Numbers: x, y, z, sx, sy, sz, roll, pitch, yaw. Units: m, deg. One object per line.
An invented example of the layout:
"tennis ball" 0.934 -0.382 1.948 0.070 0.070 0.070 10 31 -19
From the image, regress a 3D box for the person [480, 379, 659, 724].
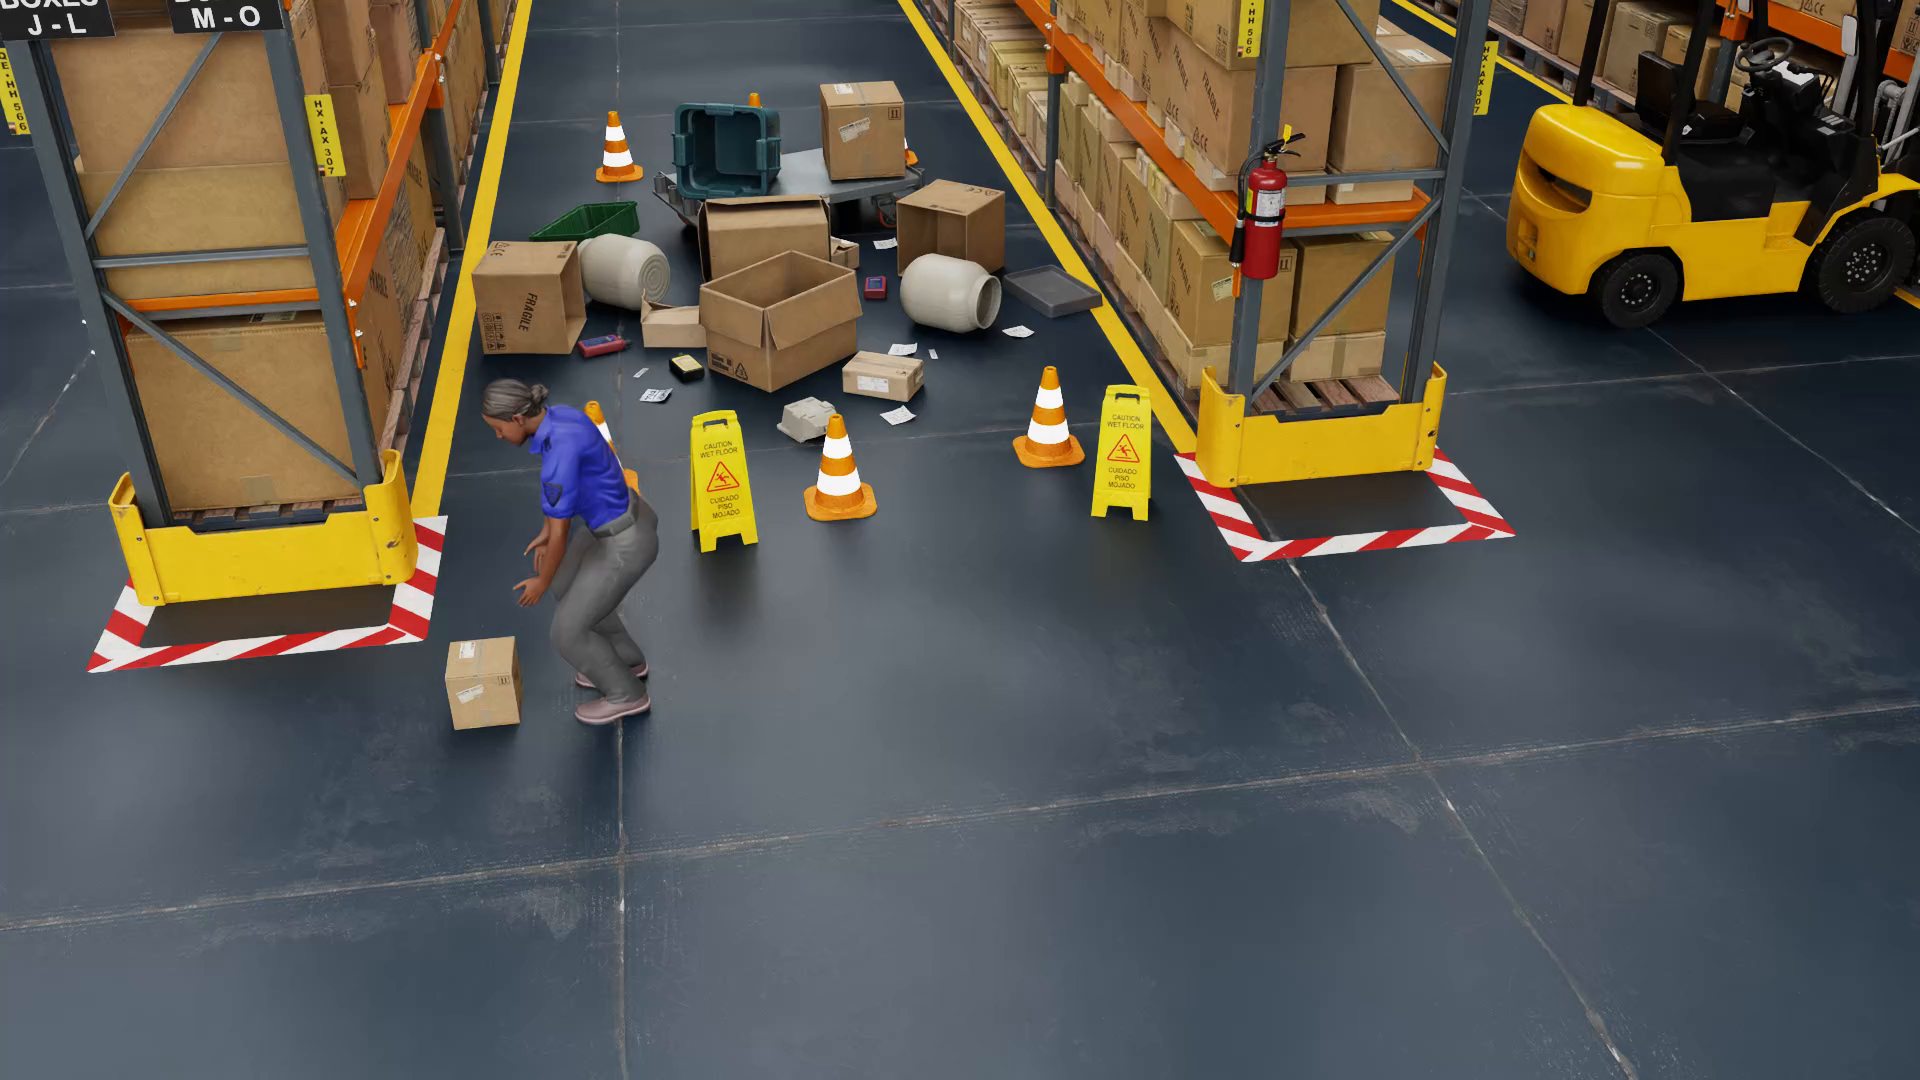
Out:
"person" -1.428 0.034 6.304 0.577 1.441 0.492 -5 31 -8
